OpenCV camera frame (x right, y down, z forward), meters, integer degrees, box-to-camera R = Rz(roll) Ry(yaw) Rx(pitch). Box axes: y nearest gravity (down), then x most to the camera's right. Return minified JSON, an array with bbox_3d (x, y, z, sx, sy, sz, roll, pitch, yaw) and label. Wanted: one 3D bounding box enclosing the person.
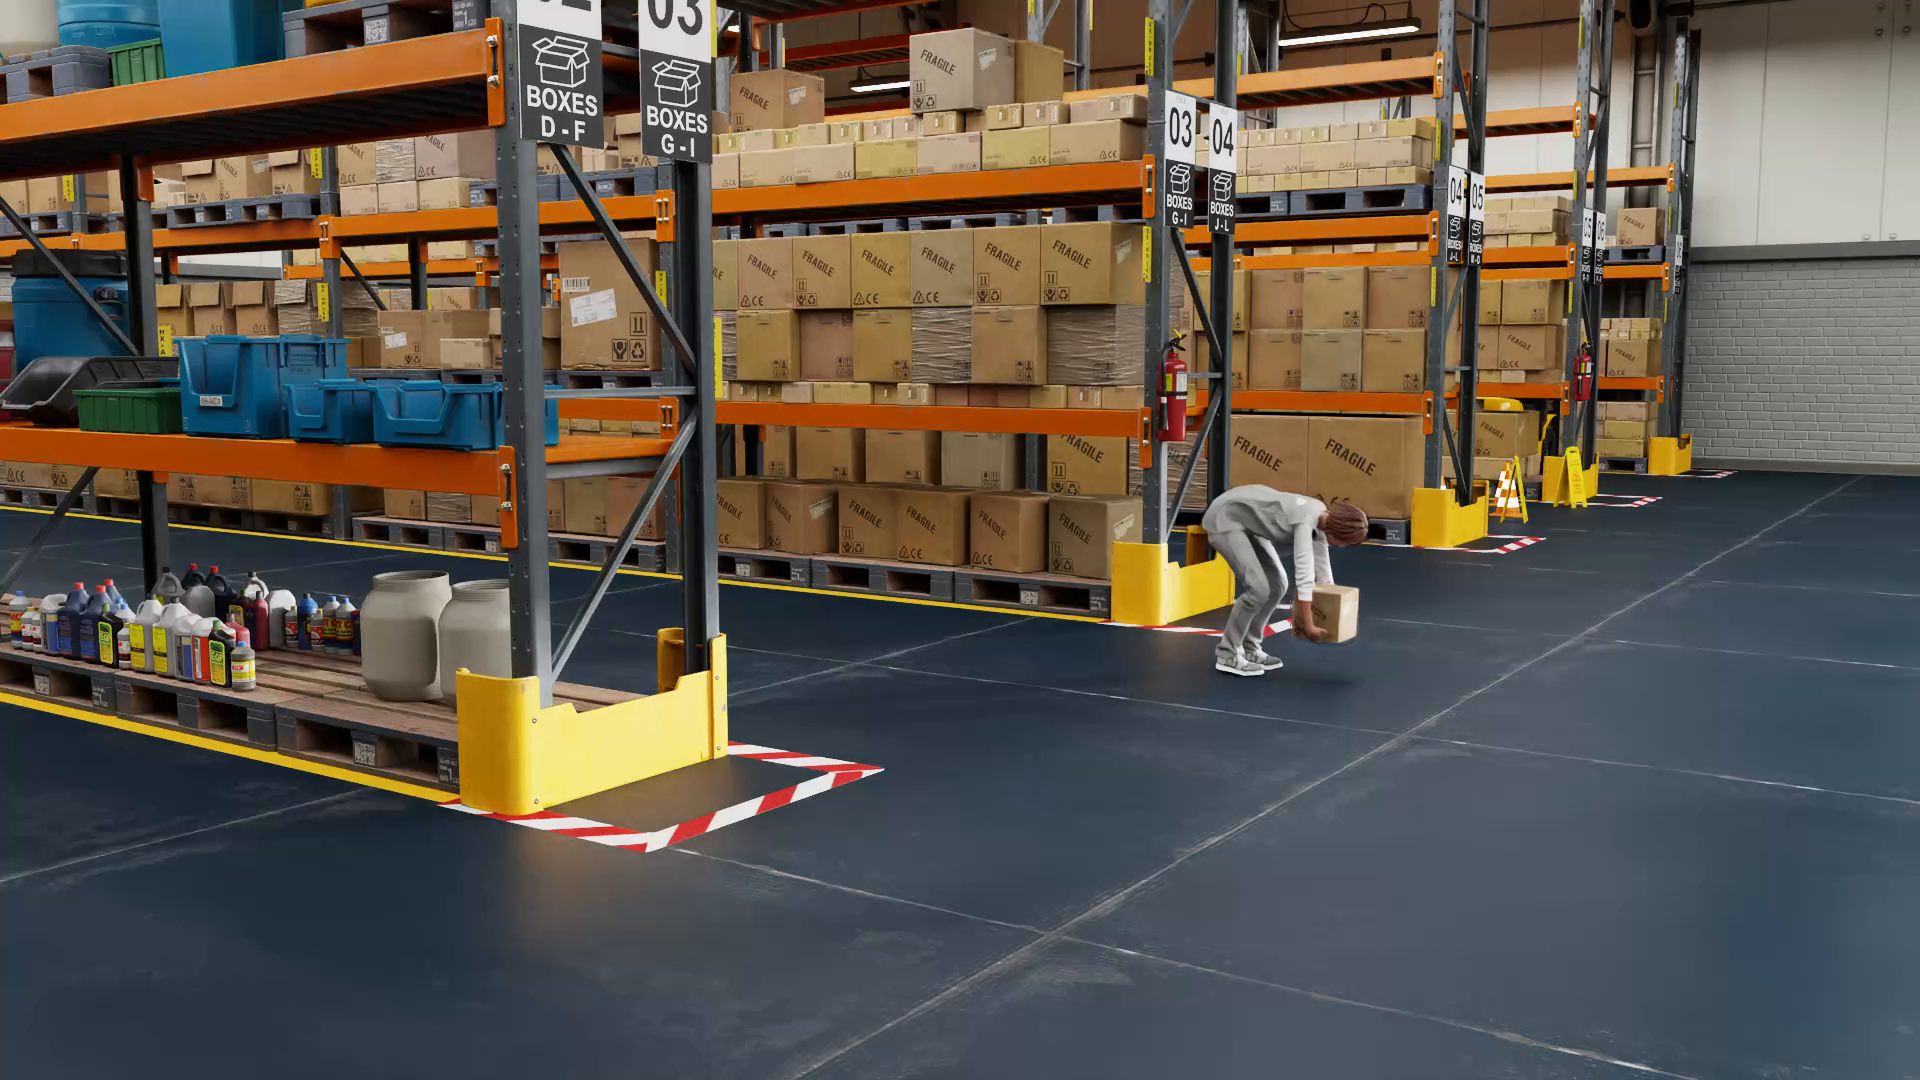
[{"bbox_3d":[1.494,-0.107,8.645,0.347,1.591,0.480,4,8,30],"label":"person"}]
